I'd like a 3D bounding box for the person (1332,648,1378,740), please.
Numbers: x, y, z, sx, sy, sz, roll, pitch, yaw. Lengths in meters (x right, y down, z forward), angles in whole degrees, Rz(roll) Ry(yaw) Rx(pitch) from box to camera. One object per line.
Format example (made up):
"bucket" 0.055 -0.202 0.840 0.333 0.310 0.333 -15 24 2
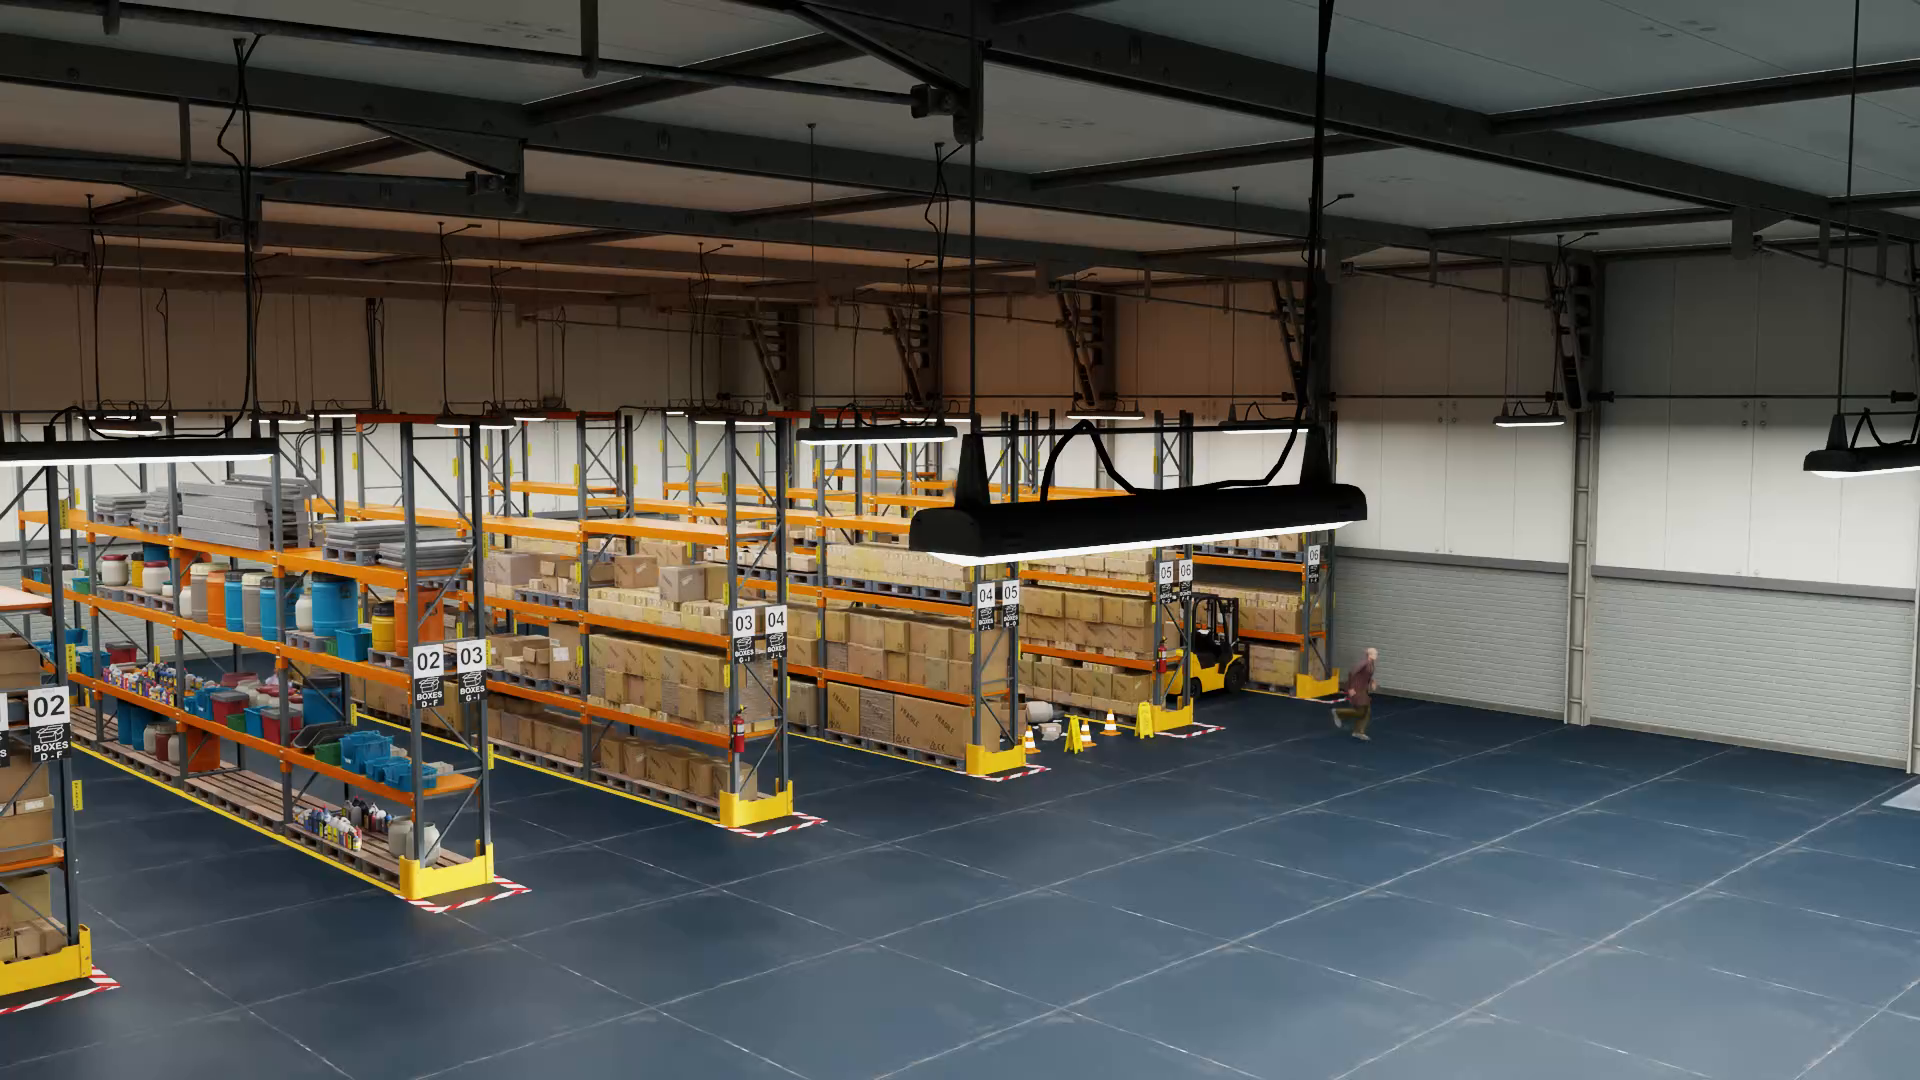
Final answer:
"person" 7.318 2.828 30.794 0.832 1.720 0.708 2 6 27

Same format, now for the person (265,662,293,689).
"person" -12.059 2.963 29.619 0.539 1.608 0.599 4 6 39
